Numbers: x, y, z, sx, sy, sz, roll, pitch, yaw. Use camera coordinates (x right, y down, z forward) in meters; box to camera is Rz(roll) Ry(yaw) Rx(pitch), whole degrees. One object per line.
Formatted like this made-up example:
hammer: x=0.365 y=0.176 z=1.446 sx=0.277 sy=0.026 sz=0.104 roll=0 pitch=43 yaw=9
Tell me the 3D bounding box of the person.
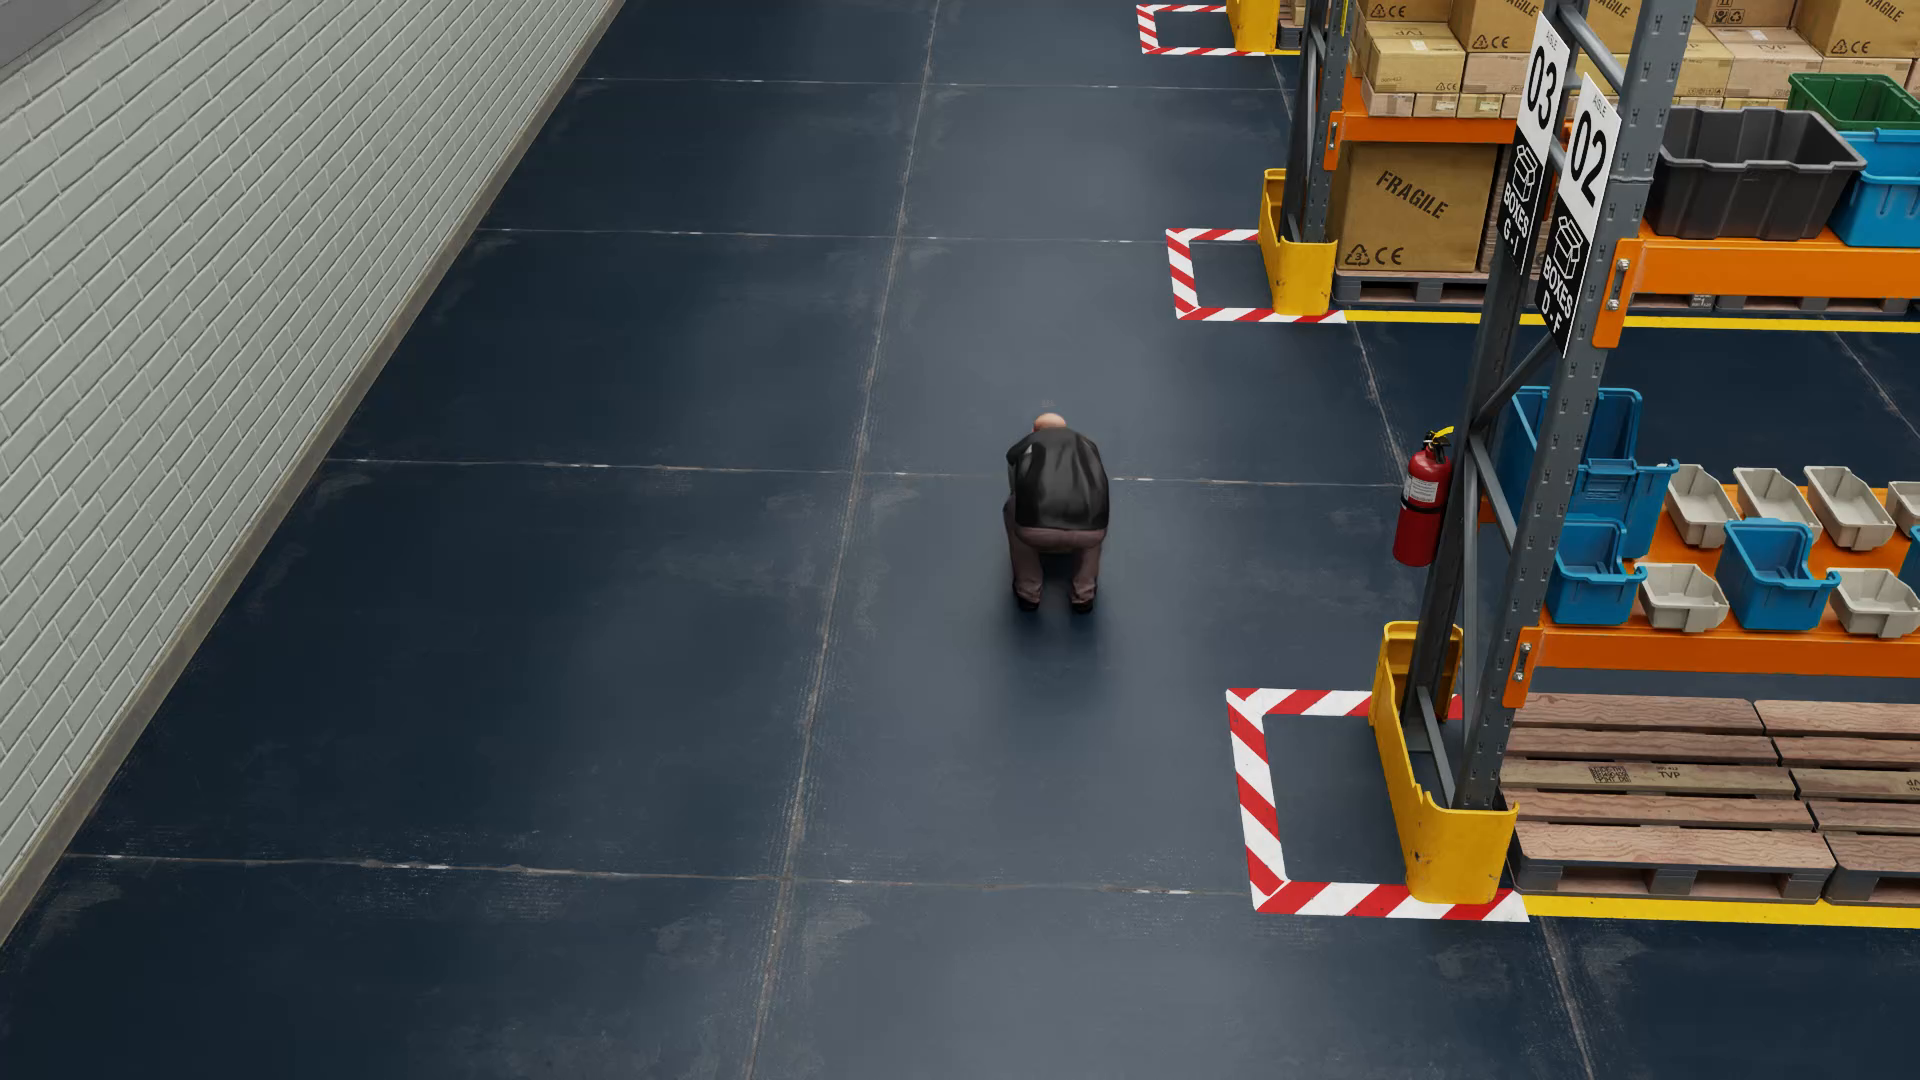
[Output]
person: x=0.467 y=-0.148 z=8.131 sx=0.514 sy=0.848 sz=0.953 roll=0 pitch=35 yaw=1
